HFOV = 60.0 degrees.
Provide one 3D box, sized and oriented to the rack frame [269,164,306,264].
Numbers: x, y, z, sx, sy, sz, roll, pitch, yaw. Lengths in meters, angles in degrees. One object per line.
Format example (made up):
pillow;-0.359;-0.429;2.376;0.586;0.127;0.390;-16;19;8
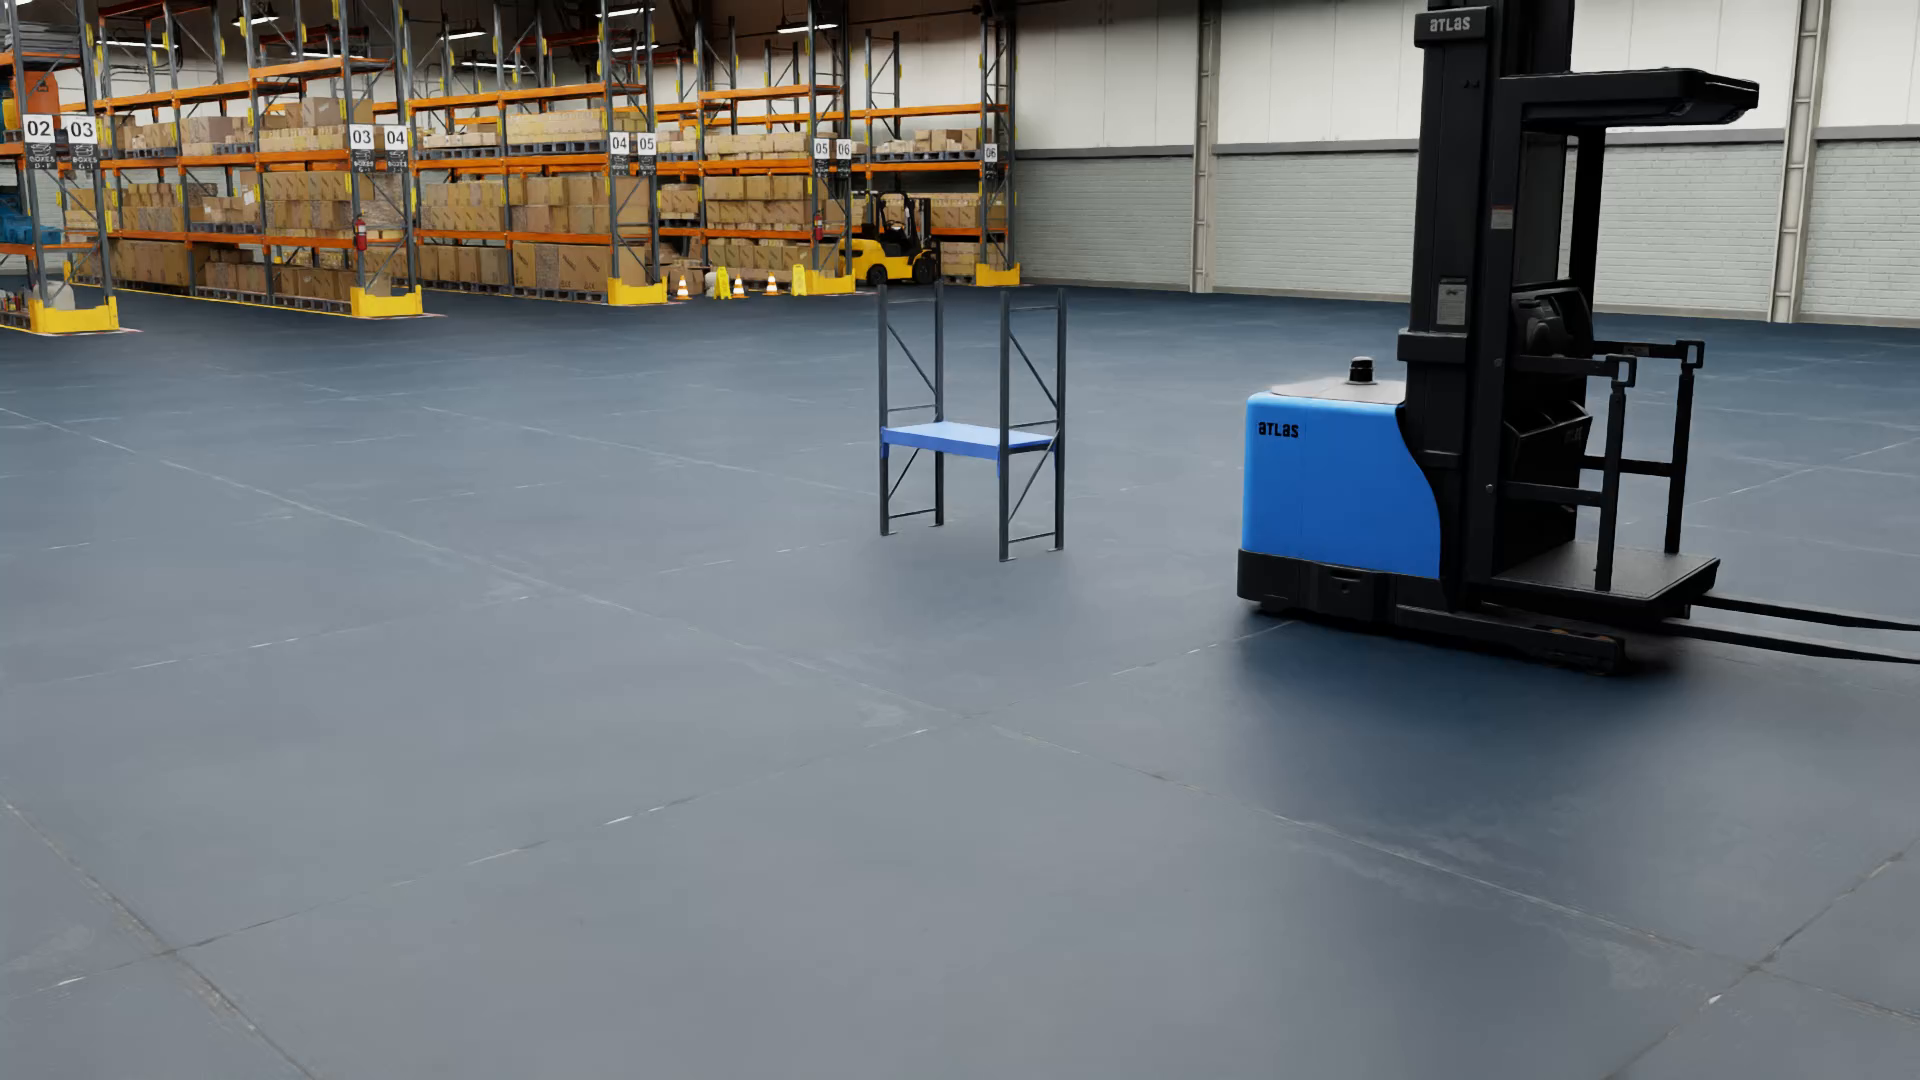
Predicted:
rack frame;-17.276;-8.375;43.127;1.000;3.000;0.127;-11;16;-43

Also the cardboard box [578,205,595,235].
cardboard box;-6.911;-6.238;32.385;0.875;0.550;0.550;-11;16;-43

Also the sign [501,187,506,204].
sign;-9.375;-7.075;34.144;0.100;0.325;0.005;-11;16;-43

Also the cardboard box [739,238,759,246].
cardboard box;-4.679;-6.608;36.859;0.380;0.149;0.250;-10;15;-39

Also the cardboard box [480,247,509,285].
cardboard box;-9.483;-5.805;35.190;1.050;0.750;0.750;-11;16;-43

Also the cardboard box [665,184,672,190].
cardboard box;-6.652;-8.217;38.730;0.250;0.149;0.380;11;16;43

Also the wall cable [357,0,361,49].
wall cable;-18.654;-15.894;48.404;2.355;3.000;0.029;-11;16;-43

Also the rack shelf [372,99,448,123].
rack shelf;-13.132;-9.889;38.384;1.077;0.370;4.000;-11;16;-43

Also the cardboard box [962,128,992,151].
cardboard box;0.389;-9.240;38.356;0.500;0.500;0.500;-10;15;-41

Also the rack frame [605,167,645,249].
rack frame;-8.241;-7.912;40.880;1.000;3.000;0.127;-11;16;-43

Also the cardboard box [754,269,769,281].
cardboard box;-4.186;-5.836;36.578;0.500;0.250;0.500;11;16;43

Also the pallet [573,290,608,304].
pallet;-6.835;-4.780;32.588;1.003;0.211;1.213;-11;16;-43

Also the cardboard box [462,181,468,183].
cardboard box;-13.392;-9.763;45.532;0.380;0.149;0.250;-10;15;-41

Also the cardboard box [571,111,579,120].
cardboard box;-7.233;-8.144;31.934;0.380;0.149;0.250;-11;16;-42

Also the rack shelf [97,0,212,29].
rack shelf;-16.789;-11.036;34.725;1.077;0.370;4.000;-11;16;-43

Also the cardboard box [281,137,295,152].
cardboard box;-11.816;-7.091;29.833;0.500;0.250;0.500;11;16;43

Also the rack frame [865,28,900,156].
rack frame;-1.891;-10.958;40.801;1.000;3.000;0.127;-11;16;-43

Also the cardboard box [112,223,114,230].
cardboard box;-18.796;-7.028;37.213;0.380;0.149;0.250;-10;16;-41

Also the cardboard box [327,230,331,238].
cardboard box;-10.916;-5.400;29.310;0.380;0.149;0.250;-11;16;-43

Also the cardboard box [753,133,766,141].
cardboard box;-4.247;-8.708;35.958;0.380;0.149;0.250;-10;16;-41

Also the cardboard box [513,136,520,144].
cardboard box;-8.803;-8.086;33.627;0.380;0.149;0.250;-11;16;-42

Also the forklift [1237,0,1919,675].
forklift;2.836;-0.978;7.396;3.031;2.935;1.130;9;15;38

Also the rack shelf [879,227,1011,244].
rack shelf;-0.510;-7.376;40.062;1.077;0.370;4.000;-11;16;-43

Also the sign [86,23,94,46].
sign;-13.065;-7.585;24.944;0.100;0.325;0.005;-11;16;-43

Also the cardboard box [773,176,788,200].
cardboard box;-3.571;-7.548;35.649;0.700;0.500;0.500;-11;16;-42

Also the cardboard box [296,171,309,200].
cardboard box;-11.474;-6.313;29.657;0.500;0.500;0.500;-11;16;-43

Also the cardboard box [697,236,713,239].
cardboard box;-7.146;-8.512;46.602;0.250;0.149;0.380;11;16;42

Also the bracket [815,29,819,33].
bracket;-3.645;-13.252;43.011;0.235;0.232;0.430;-11;16;-43

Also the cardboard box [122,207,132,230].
cardboard box;-18.034;-7.062;36.505;0.500;0.500;0.500;-11;16;-42

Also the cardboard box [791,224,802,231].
cardboard box;-3.384;-6.667;35.463;0.380;0.149;0.250;-11;16;-43

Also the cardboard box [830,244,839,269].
cardboard box;-2.790;-7.252;42.520;0.875;0.625;0.625;-11;16;-43

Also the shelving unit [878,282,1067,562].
shelving unit;0.059;-0.722;9.700;0.538;1.500;1.048;-11;16;-43

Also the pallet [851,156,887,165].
pallet;-2.510;-9.523;41.739;1.217;0.209;0.805;11;16;43

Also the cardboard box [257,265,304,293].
cardboard box;-13.054;-5.031;32.001;0.500;0.500;0.700;10;15;41

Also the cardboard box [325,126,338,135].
cardboard box;-10.664;-7.030;28.551;0.250;0.149;0.380;11;16;43

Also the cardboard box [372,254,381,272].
cardboard box;-13.457;-6.476;39.065;0.500;0.500;0.500;-11;16;-42

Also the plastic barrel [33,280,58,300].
plastic barrel;-14.322;-3.819;26.138;0.421;0.512;0.421;0;12;0

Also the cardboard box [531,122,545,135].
cardboard box;-8.155;-8.162;33.007;0.500;0.250;0.500;-11;16;-43

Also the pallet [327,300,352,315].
pallet;-10.472;-4.132;29.444;1.003;0.211;1.213;-11;16;-43

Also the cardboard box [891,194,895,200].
cardboard box;-1.457;-8.383;40.575;0.380;0.149;0.250;-11;16;-44

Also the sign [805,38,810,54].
sign;-3.132;-10.143;34.136;0.100;0.325;0.005;-11;16;-43

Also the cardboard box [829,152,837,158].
cardboard box;-2.710;-8.184;35.390;0.380;0.149;0.250;-11;16;-42

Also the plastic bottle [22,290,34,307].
plastic bottle;-15.532;-4.032;27.708;0.152;0.276;0.135;-11;16;-43

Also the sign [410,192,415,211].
sign;-9.491;-5.863;28.790;0.100;0.325;0.005;-11;16;-43

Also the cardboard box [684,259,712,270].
cardboard box;-5.843;-6.323;38.639;0.950;0.372;0.625;-11;16;-42

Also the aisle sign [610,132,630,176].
aisle sign;-6.395;-7.261;31.278;0.394;0.787;0.004;-11;16;-43

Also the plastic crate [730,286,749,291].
plastic crate;-4.987;-5.555;36.674;0.583;0.080;0.402;6;13;26

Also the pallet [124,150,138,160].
pallet;-17.502;-8.363;36.111;1.217;0.209;0.805;11;16;43

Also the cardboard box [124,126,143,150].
cardboard box;-17.763;-8.755;36.251;0.700;0.500;0.500;-10;16;-41

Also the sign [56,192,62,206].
sign;-21.338;-8.085;39.377;0.100;0.325;0.005;-11;16;-43

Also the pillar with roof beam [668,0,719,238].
pillar with roof beam;-10.358;-11.753;44.659;9.100;9.000;0.548;-11;16;-43
